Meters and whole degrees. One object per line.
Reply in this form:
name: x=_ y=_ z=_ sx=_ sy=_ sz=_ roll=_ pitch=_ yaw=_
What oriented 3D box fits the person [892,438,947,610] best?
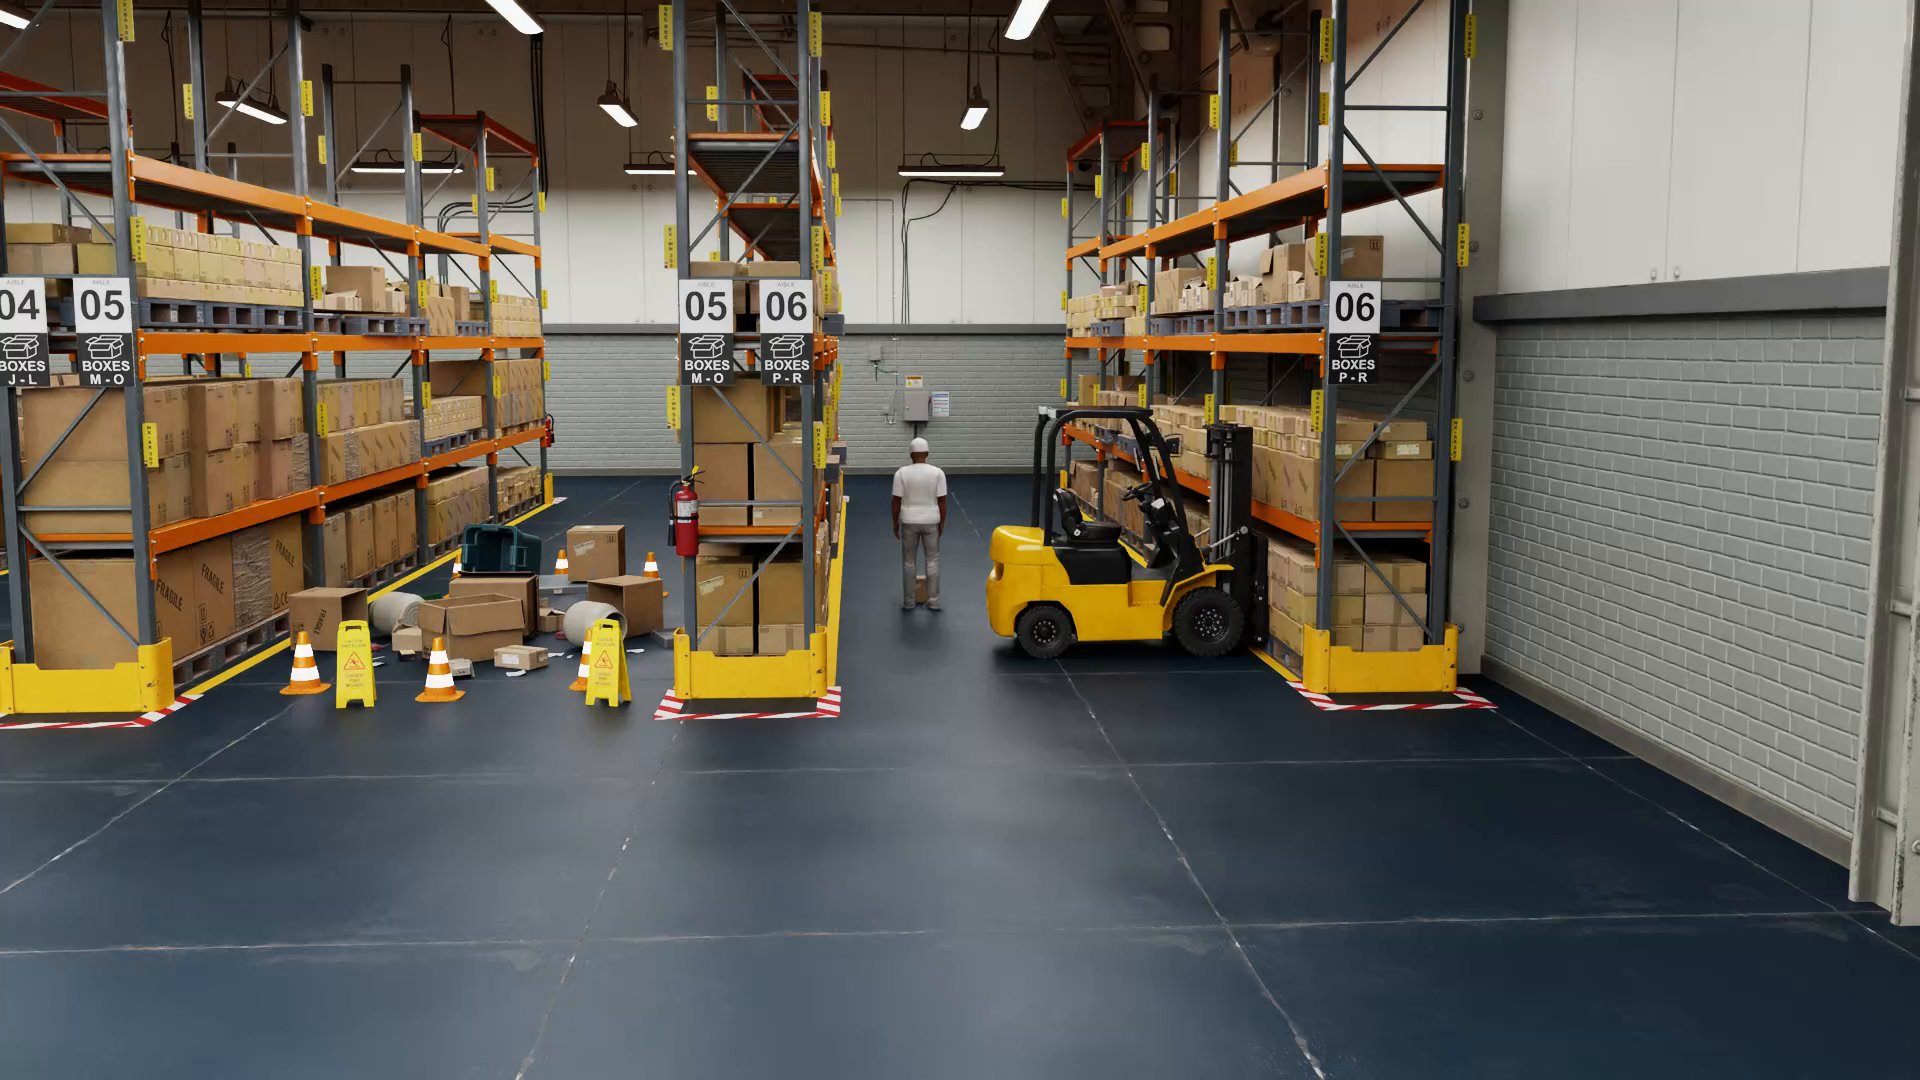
person: x=-0.421 y=-0.168 z=17.098 sx=0.563 sy=1.767 sz=0.366 roll=0 pitch=7 yaw=-2
